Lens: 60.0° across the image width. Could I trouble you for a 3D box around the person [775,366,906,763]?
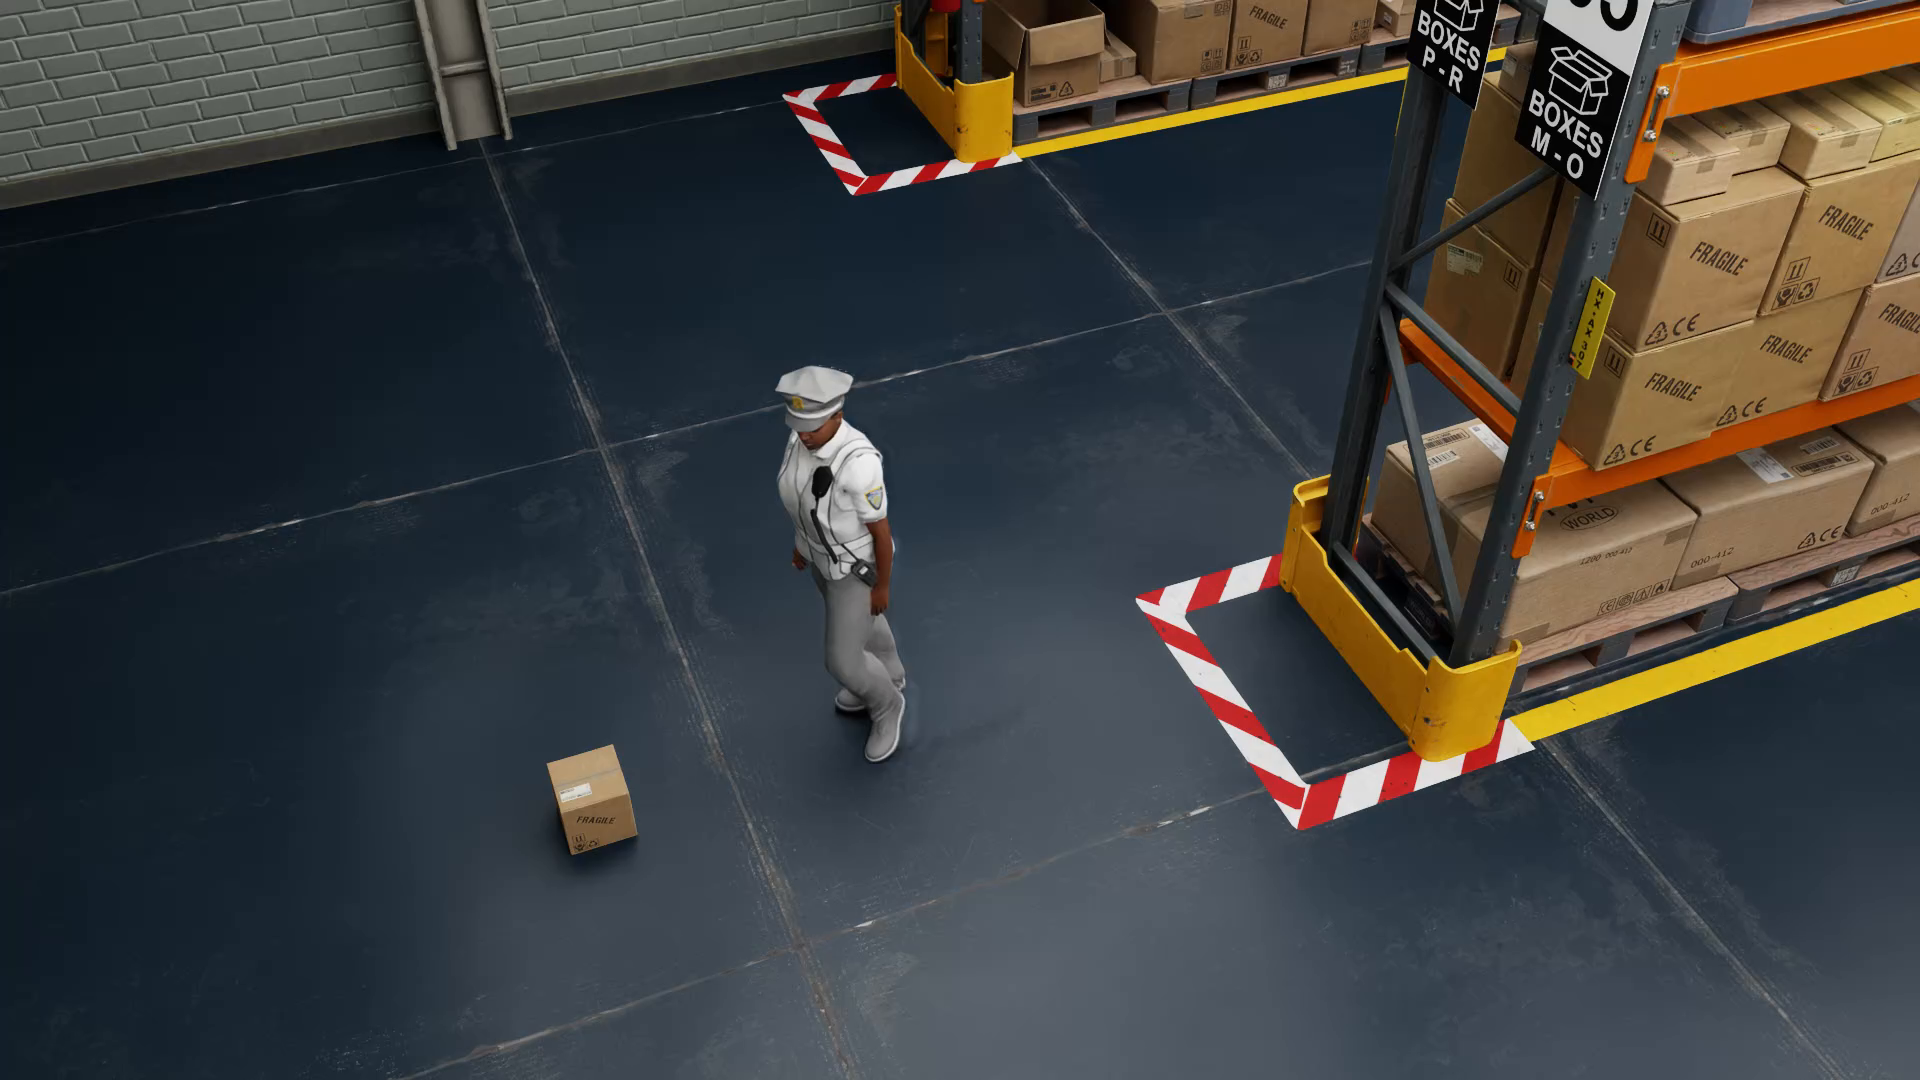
[{"bbox_3d":[-0.393,0.073,6.068,0.439,1.680,0.521,-26,48,-26],"label":"person"}]
